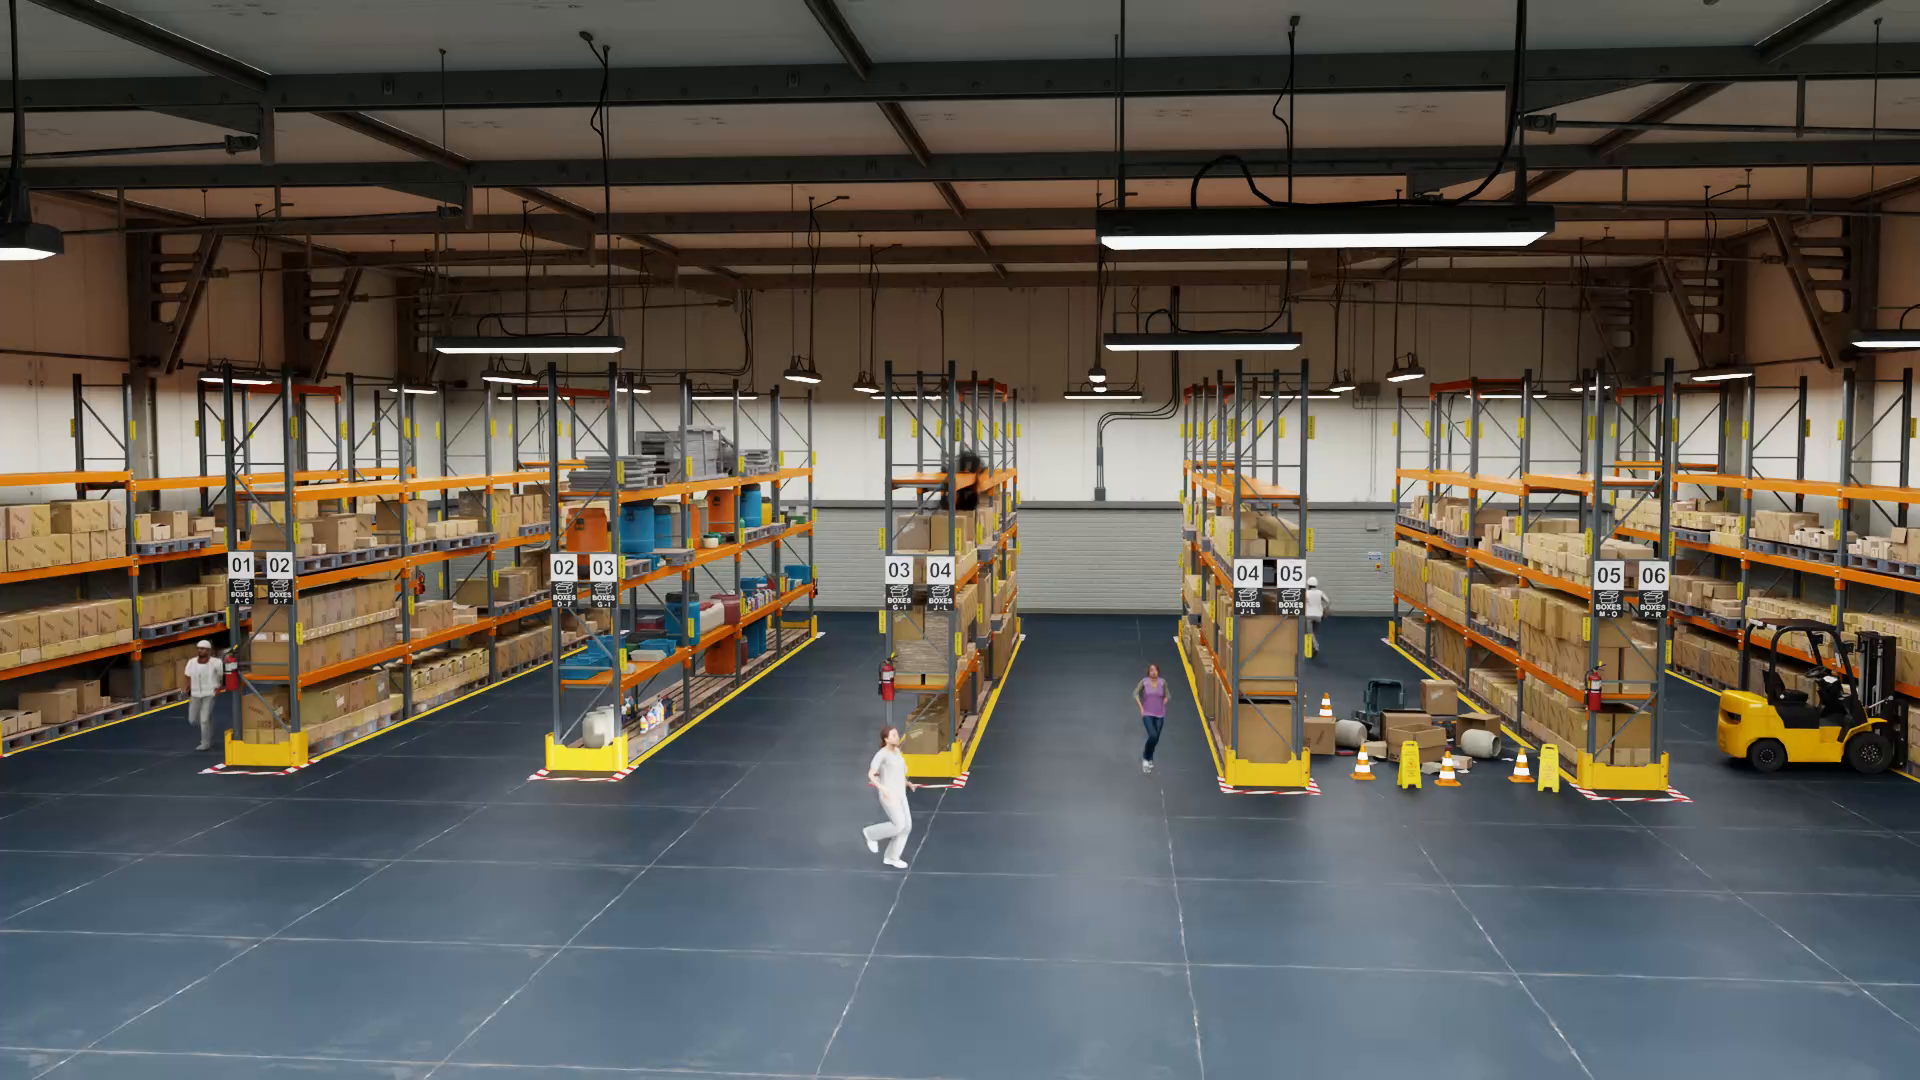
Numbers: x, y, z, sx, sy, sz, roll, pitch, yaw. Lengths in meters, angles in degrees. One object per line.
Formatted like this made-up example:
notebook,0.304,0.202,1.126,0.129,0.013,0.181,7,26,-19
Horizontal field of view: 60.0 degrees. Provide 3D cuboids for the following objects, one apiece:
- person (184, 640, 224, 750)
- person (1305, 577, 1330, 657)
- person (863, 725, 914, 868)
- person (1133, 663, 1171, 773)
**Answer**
person,-11.848,2.424,26.126,0.693,1.721,0.609,0,4,-1
person,7.730,1.690,36.443,0.653,1.764,0.972,-1,4,-10
person,-0.820,2.940,19.162,0.568,1.627,0.573,2,4,33
person,2.817,2.579,24.165,0.510,1.597,0.651,-1,4,-10
